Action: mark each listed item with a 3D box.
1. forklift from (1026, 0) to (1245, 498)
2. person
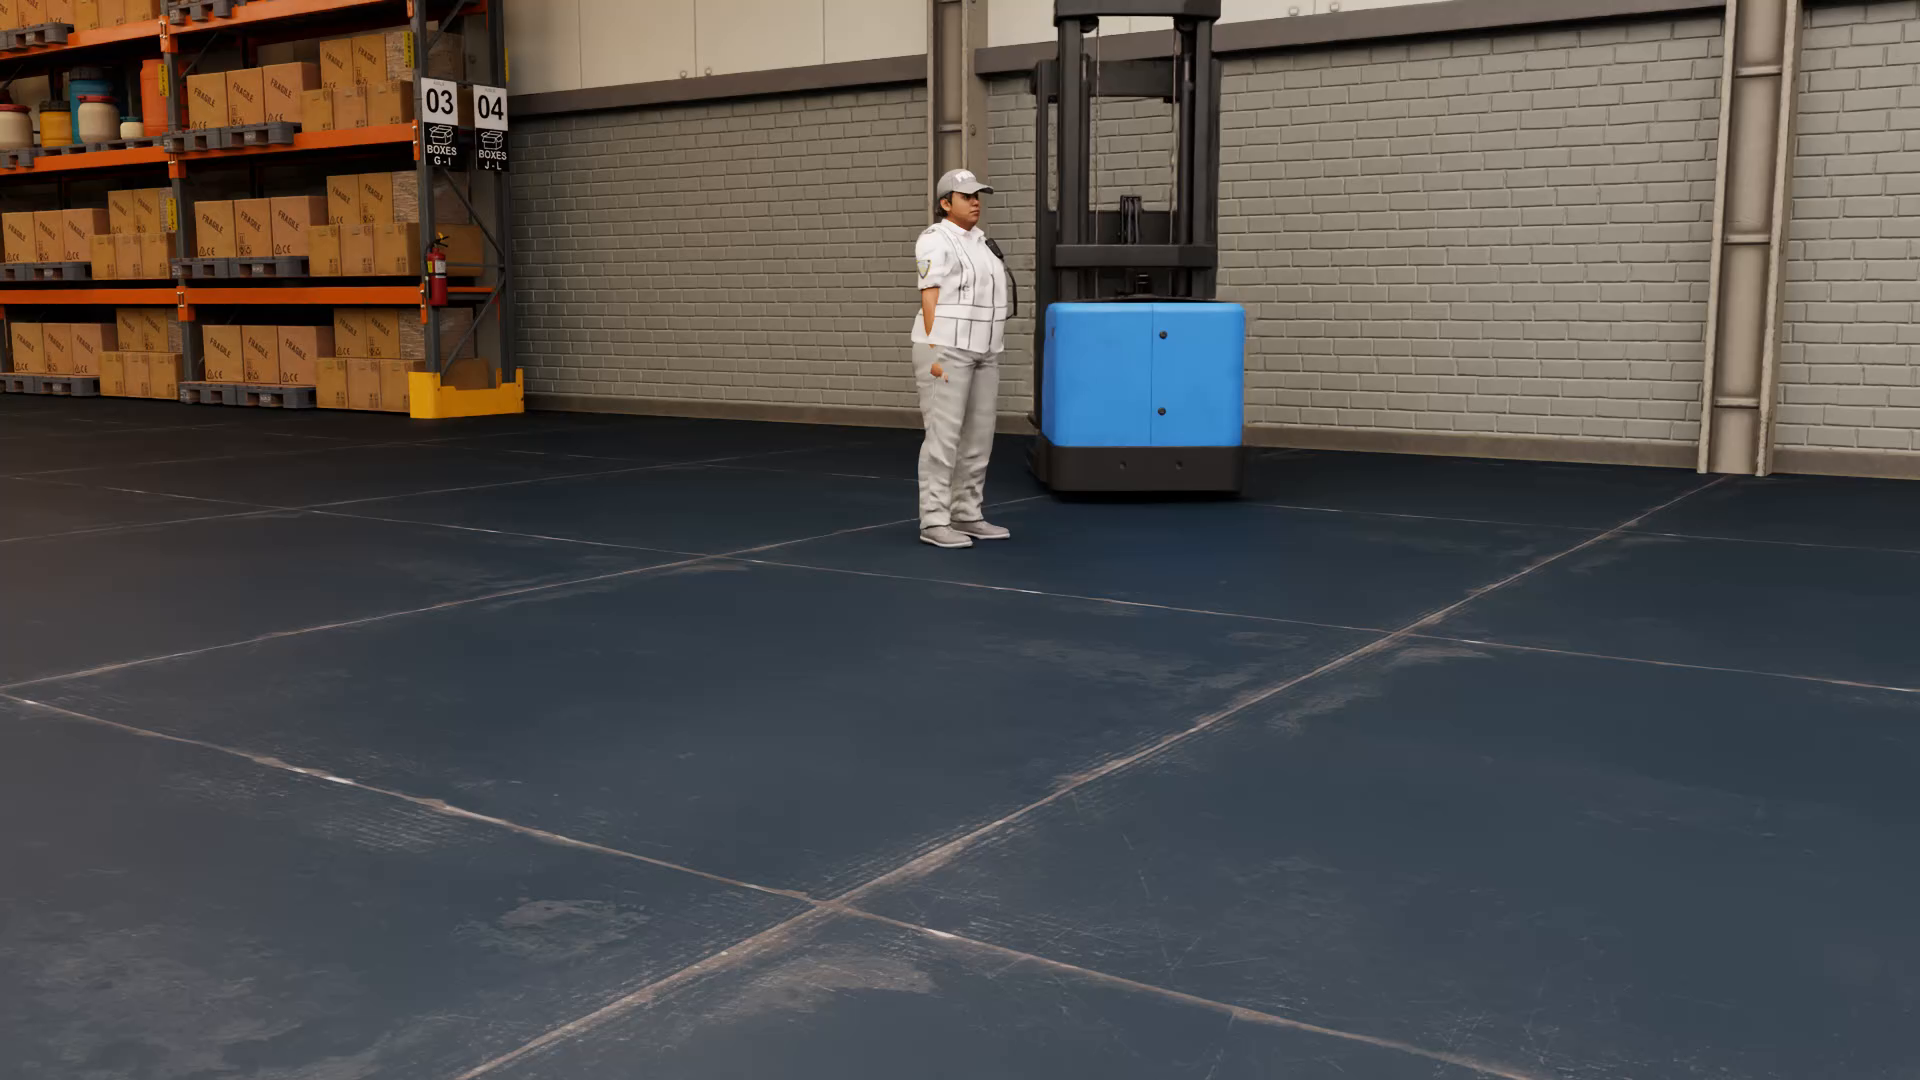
[{"bbox_3d":[0.994,-1.856,10.245,1.130,2.935,3.031,0,8,-1],"label":"forklift"},{"bbox_3d":[0.000,-0.819,7.480,0.394,1.668,0.483,5,10,34],"label":"person"}]
